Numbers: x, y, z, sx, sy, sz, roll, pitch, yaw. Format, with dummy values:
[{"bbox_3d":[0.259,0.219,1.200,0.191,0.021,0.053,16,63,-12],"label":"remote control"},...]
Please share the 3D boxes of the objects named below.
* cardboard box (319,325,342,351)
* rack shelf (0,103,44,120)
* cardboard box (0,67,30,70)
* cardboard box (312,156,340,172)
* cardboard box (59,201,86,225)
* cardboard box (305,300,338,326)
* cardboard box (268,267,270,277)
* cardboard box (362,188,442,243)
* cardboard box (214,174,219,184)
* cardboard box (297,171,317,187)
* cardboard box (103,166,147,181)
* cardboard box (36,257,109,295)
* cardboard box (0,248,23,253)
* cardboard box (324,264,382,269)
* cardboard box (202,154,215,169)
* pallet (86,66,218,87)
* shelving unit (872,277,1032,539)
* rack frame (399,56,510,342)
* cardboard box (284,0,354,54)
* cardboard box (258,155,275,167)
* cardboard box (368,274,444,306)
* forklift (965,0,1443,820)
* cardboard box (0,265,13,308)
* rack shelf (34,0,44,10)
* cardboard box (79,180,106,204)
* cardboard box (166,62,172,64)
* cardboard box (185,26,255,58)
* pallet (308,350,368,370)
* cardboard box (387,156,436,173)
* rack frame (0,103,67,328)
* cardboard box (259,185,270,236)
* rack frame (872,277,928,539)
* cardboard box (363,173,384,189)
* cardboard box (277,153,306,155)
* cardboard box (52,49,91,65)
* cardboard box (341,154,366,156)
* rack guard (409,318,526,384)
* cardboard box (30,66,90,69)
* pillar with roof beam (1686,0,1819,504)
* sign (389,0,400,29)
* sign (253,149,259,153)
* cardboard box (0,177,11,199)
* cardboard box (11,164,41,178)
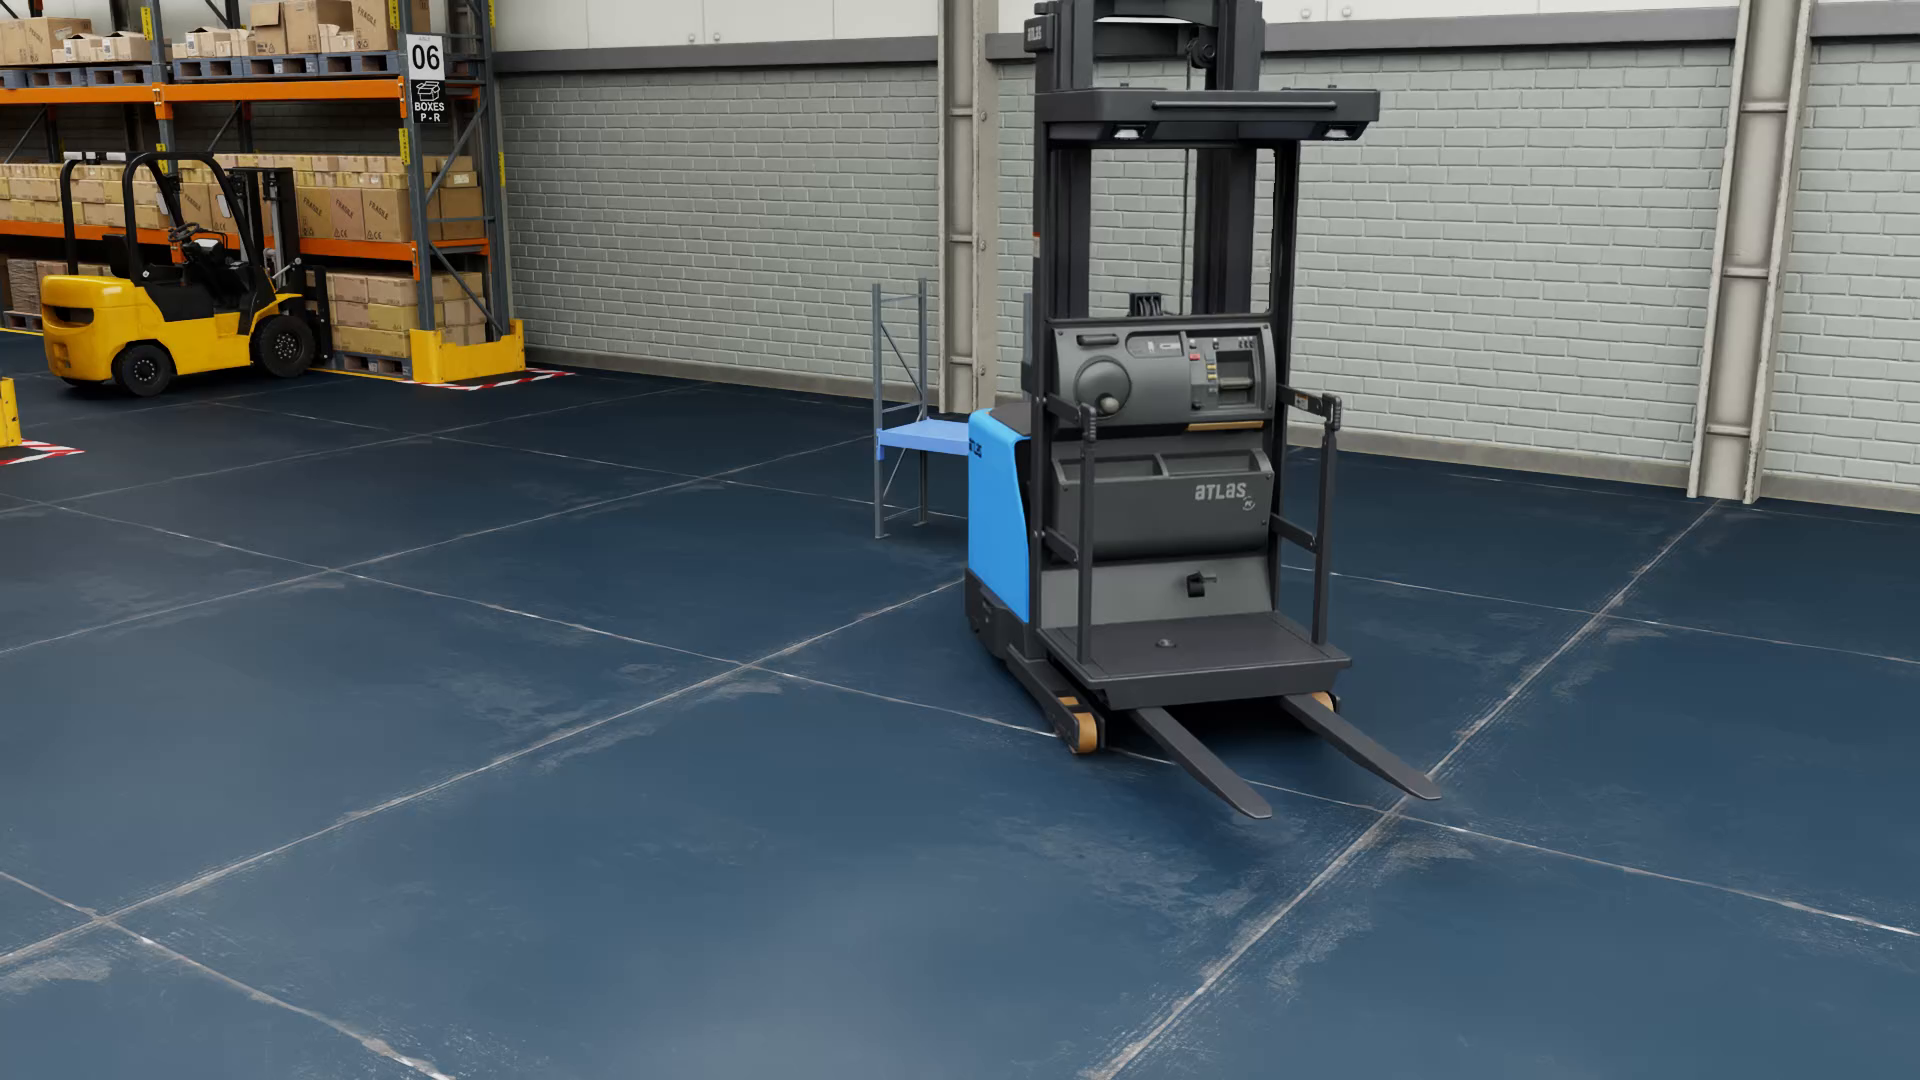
[{"bbox_3d":[-6.221,-2.088,16.864,0.500,0.250,0.500,9,17,33],"label":"cardboard box"},{"bbox_3d":[-13.135,-5.529,21.172,4.000,0.370,1.077,9,17,33],"label":"rack shelf"},{"bbox_3d":[-11.645,-5.828,20.363,0.250,0.149,0.380,9,17,33],"label":"cardboard box"},{"bbox_3d":[-6.150,-3.713,16.403,0.250,0.149,0.380,10,17,34],"label":"cardboard box"},{"bbox_3d":[-9.969,-3.767,19.112,0.500,0.250,0.500,10,17,35],"label":"cardboard box"},{"bbox_3d":[-6.266,-2.331,16.804,0.500,0.250,0.500,9,16,32],"label":"cardboard box"},{"bbox_3d":[-7.092,-2.710,17.296,0.500,0.250,0.500,10,17,35],"label":"cardboard box"},{"bbox_3d":[-5.392,-3.144,16.072,0.500,0.500,0.500,9,16,32],"label":"cardboard box"},{"bbox_3d":[-7.591,-3.822,17.464,0.250,0.149,0.380,9,17,33],"label":"cardboard box"},{"bbox_3d":[-6.360,-3.603,16.576,0.250,0.149,0.380,9,17,33],"label":"cardboard box"},{"bbox_3d":[-9.254,-4.066,18.448,0.250,0.149,0.380,9,16,31],"label":"cardboard box"},{"bbox_3d":[-10.419,-3.033,19.901,0.625,0.625,0.875,10,17,35],"label":"cardboard box"},{"bbox_3d":[-12.191,-3.650,21.304,0.250,0.149,0.380,9,17,34],"label":"cardboard box"},{"bbox_3d":[-6.378,-2.744,17.432,0.500,0.250,0.500,9,16,32],"label":"cardboard box"},{"bbox_3d":[-7.780,-4.010,17.604,0.250,0.149,0.380,9,17,34],"label":"cardboard box"},{"bbox_3d":[-8.896,-5.097,18.326,1.217,0.209,0.805,8,16,31],"label":"pallet"},{"bbox_3d":[0.071,-0.717,9.597,1.048,1.500,0.538,9,17,33],"label":"shelving unit"},{"bbox_3d":[-4.837,-3.082,16.029,0.127,3.000,1.000,9,17,33],"label":"rack frame"},{"bbox_3d":[-6.135,-5.007,16.273,0.500,0.500,0.700,9,17,33],"label":"cardboard box"},{"bbox_3d":[-6.944,-3.867,17.025,0.250,0.149,0.380,9,17,33],"label":"cardboard box"},{"bbox_3d":[-5.394,-2.436,16.187,0.500,0.250,0.500,10,17,35],"label":"cardboard box"},{"bbox_3d":[0.888,-0.691,6.515,1.130,2.935,3.031,-4,14,-14],"label":"forklift"},{"bbox_3d":[-11.946,-3.159,20.669,0.500,0.500,0.500,10,17,34],"label":"cardboard box"},{"bbox_3d":[-9.816,-6.255,18.693,4.000,0.370,1.077,9,17,33],"label":"rack shelf"},{"bbox_3d":[-9.559,-3.940,18.769,0.500,0.250,0.500,10,17,34],"label":"cardboard box"},{"bbox_3d":[-8.751,-5.357,18.421,0.250,0.149,0.380,9,17,33],"label":"cardboard box"},{"bbox_3d":[-7.602,-5.123,17.137,0.500,0.311,0.500,10,17,34],"label":"cardboard box"},{"bbox_3d":[-6.504,-1.986,17.406,1.213,0.211,1.003,9,17,33],"label":"pallet"},{"bbox_3d":[-5.252,-3.595,15.928,0.250,0.149,0.380,9,17,33],"label":"cardboard box"},{"bbox_3d":[-11.476,-4.154,20.363,0.127,3.000,1.000,9,17,33],"label":"rack frame"},{"bbox_3d":[-7.072,-3.421,17.191,0.500,0.500,0.500,9,17,32],"label":"cardboard box"},{"bbox_3d":[-0.351,-0.785,9.872,0.032,1.500,0.500,9,17,33],"label":"rack frame"},{"bbox_3d":[-5.510,-3.464,16.016,0.250,0.149,0.380,9,17,34],"label":"cardboard box"},{"bbox_3d":[-7.068,-4.047,17.754,0.250,0.149,0.380,9,16,32],"label":"cardboard box"},{"bbox_3d":[-9.878,-5.395,18.572,0.250,0.149,0.380,9,16,32],"label":"cardboard box"},{"bbox_3d":[-6.264,-3.890,17.118,0.250,0.149,0.380,9,17,33],"label":"cardboard box"},{"bbox_3d":[-4.818,-1.865,16.316,0.348,0.500,1.175,9,17,33],"label":"rack guard"},{"bbox_3d":[-10.731,-5.744,19.772,0.500,0.250,0.500,9,17,33],"label":"cardboard box"},{"bbox_3d":[2.642,-3.799,6.443,0.400,9.000,9.100,9,17,33],"label":"pillar with roof beam"},{"bbox_3d":[-5.152,-4.823,15.142,0.005,0.325,0.100,9,17,33],"label":"sign"},{"bbox_3d":[-7.848,-4.187,18.530,0.005,0.325,0.100,9,17,33],"label":"sign"},{"bbox_3d":[-11.258,-4.211,19.864,0.500,0.250,0.500,9,17,33],"label":"cardboard box"},{"bbox_3d":[-10.926,-4.351,19.601,0.250,0.149,0.380,10,17,34],"label":"cardboard box"}]
